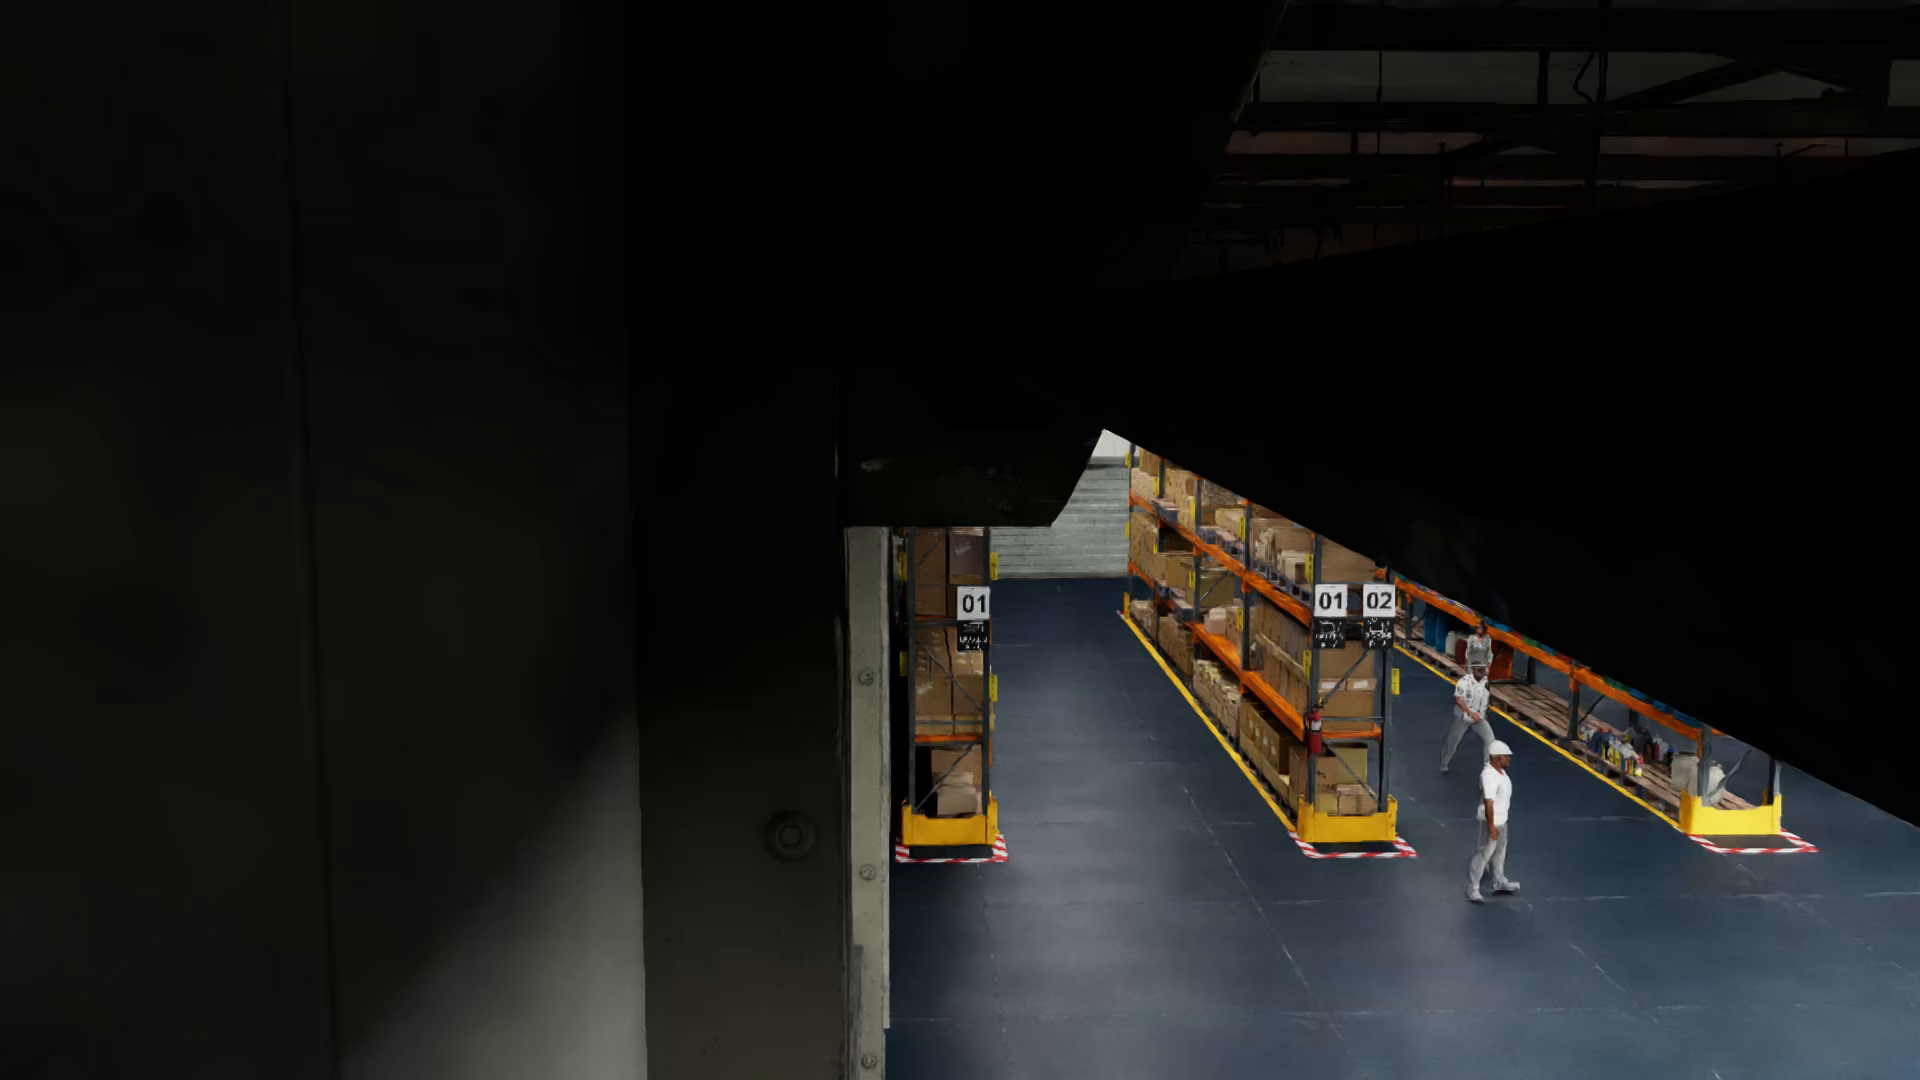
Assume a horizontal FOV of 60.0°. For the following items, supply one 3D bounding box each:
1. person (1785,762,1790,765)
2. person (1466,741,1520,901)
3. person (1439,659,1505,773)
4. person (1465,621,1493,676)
[{"bbox_3d":[12.154,2.377,24.158,0.573,1.716,1.103,1,7,7],"label":"person"},{"bbox_3d":[5.939,3.088,18.456,0.498,1.761,0.704,4,8,29],"label":"person"},{"bbox_3d":[7.233,2.477,23.537,0.701,1.693,0.857,-2,8,-18],"label":"person"},{"bbox_3d":[8.510,2.070,27.290,0.408,1.533,0.961,1,7,7],"label":"person"}]
